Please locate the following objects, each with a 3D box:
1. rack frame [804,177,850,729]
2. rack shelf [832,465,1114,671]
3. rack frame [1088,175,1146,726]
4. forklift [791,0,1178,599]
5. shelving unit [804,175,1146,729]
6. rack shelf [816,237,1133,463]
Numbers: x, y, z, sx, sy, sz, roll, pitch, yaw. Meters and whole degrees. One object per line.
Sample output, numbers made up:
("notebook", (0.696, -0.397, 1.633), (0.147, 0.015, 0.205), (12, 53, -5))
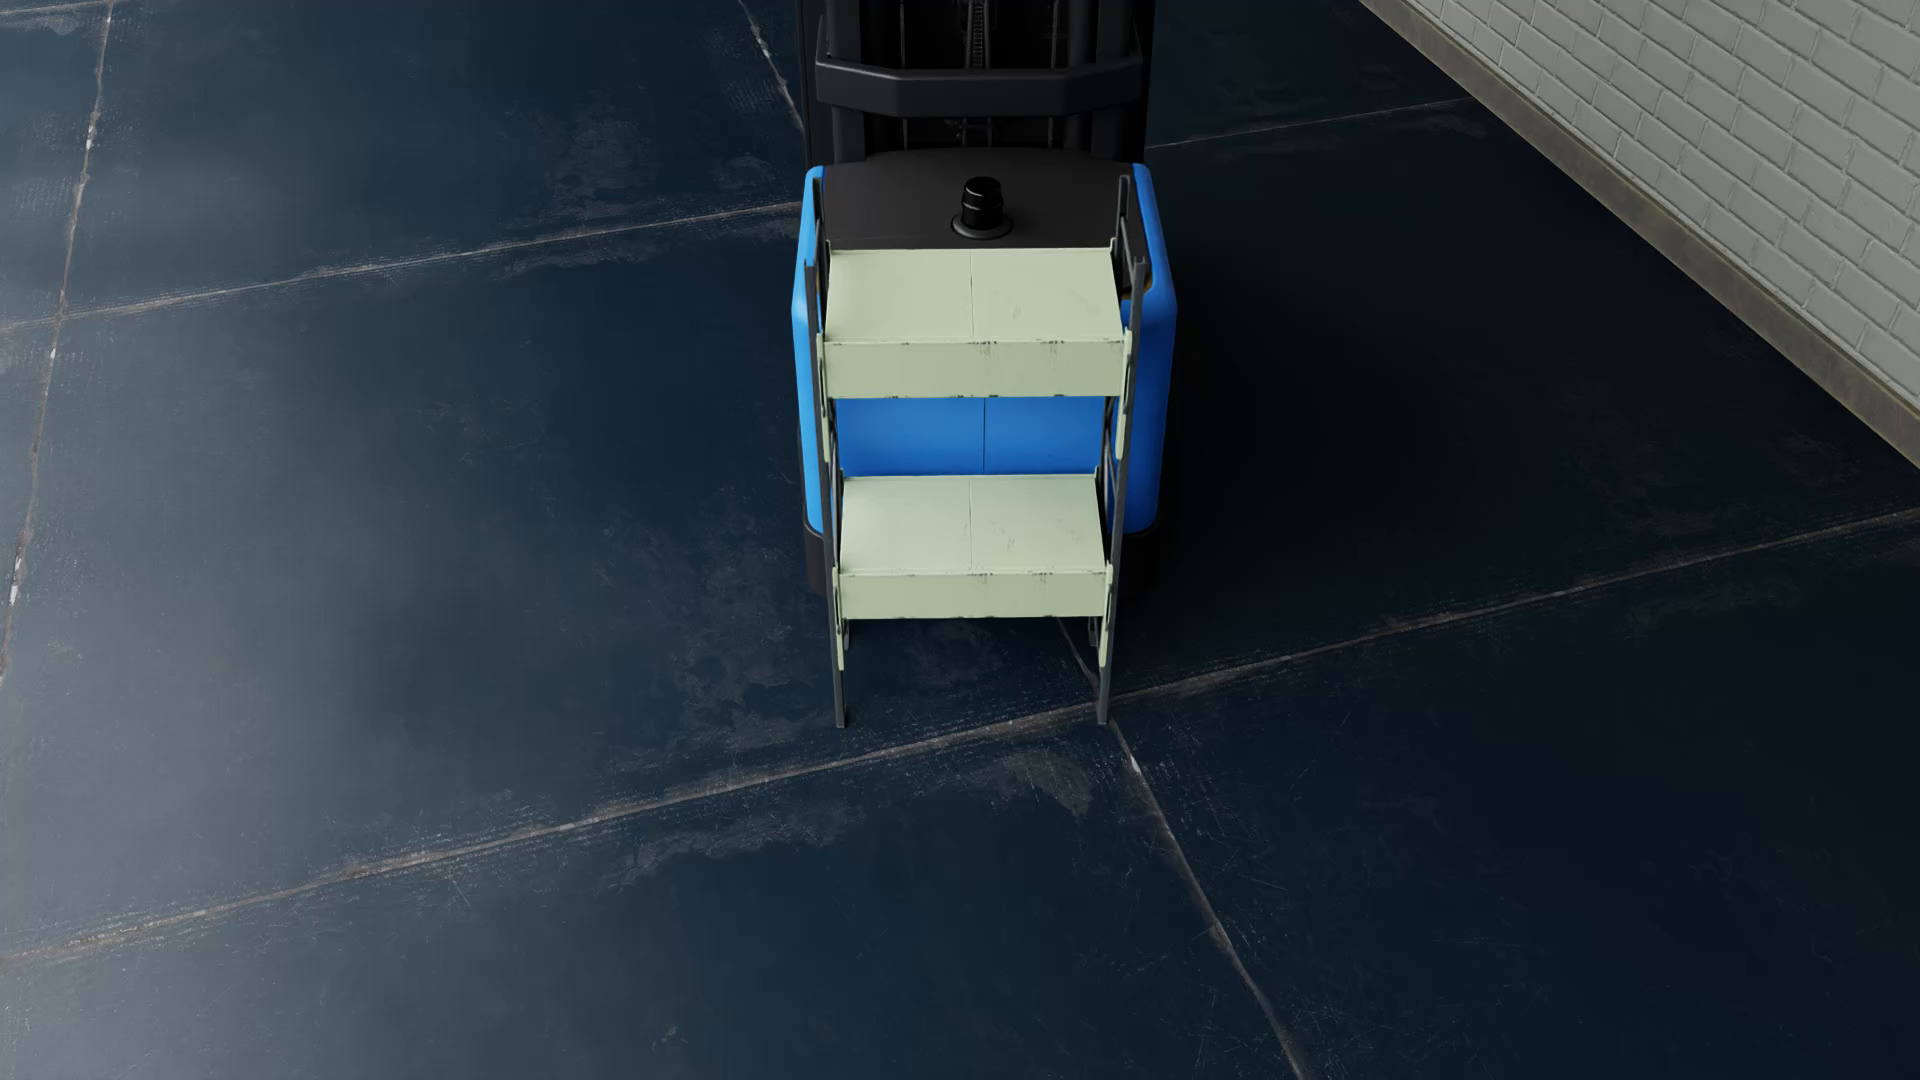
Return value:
("rack frame", (-0.336, -0.168, 4.302), (0.023, 1.500, 0.400), (-1, 41, -1))
("rack shelf", (0.030, 0.073, 4.521), (0.720, 0.370, 0.431), (-1, 41, -1))
("rack frame", (0.396, -0.176, 4.311), (0.023, 1.500, 0.400), (-1, 41, -1))
("forklift", (0.042, -1.870, 5.162), (1.130, 2.935, 3.031), (-1, 41, -1))
("shelving unit", (0.030, -0.172, 4.306), (0.755, 1.500, 0.431), (-1, 41, -1))
("rack shelf", (0.030, -0.465, 4.049), (0.720, 0.370, 0.431), (-1, 41, -1))
